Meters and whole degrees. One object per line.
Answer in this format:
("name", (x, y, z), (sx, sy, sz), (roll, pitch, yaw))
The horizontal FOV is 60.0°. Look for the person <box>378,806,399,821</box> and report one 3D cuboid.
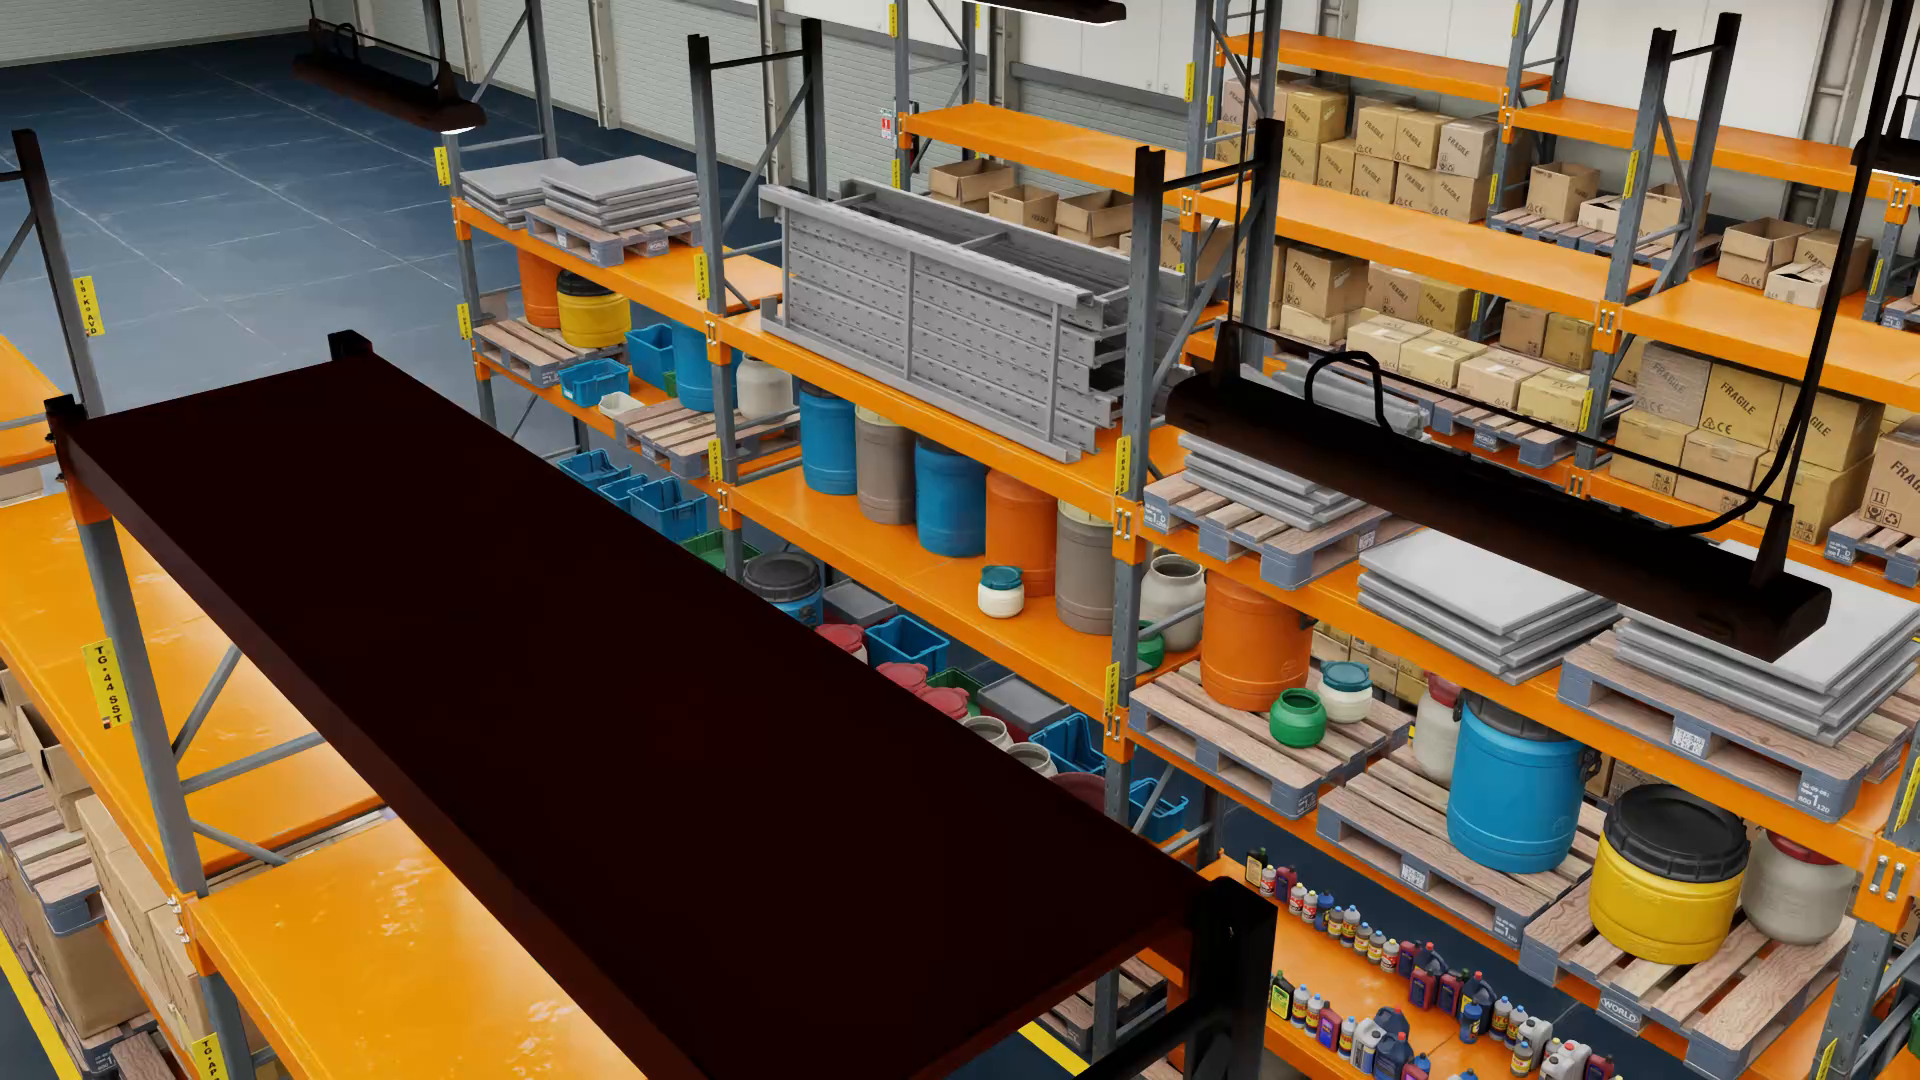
("person", (-3.796, 2.333, 11.212), (0.525, 1.685, 0.594), (-10, 29, -18))
